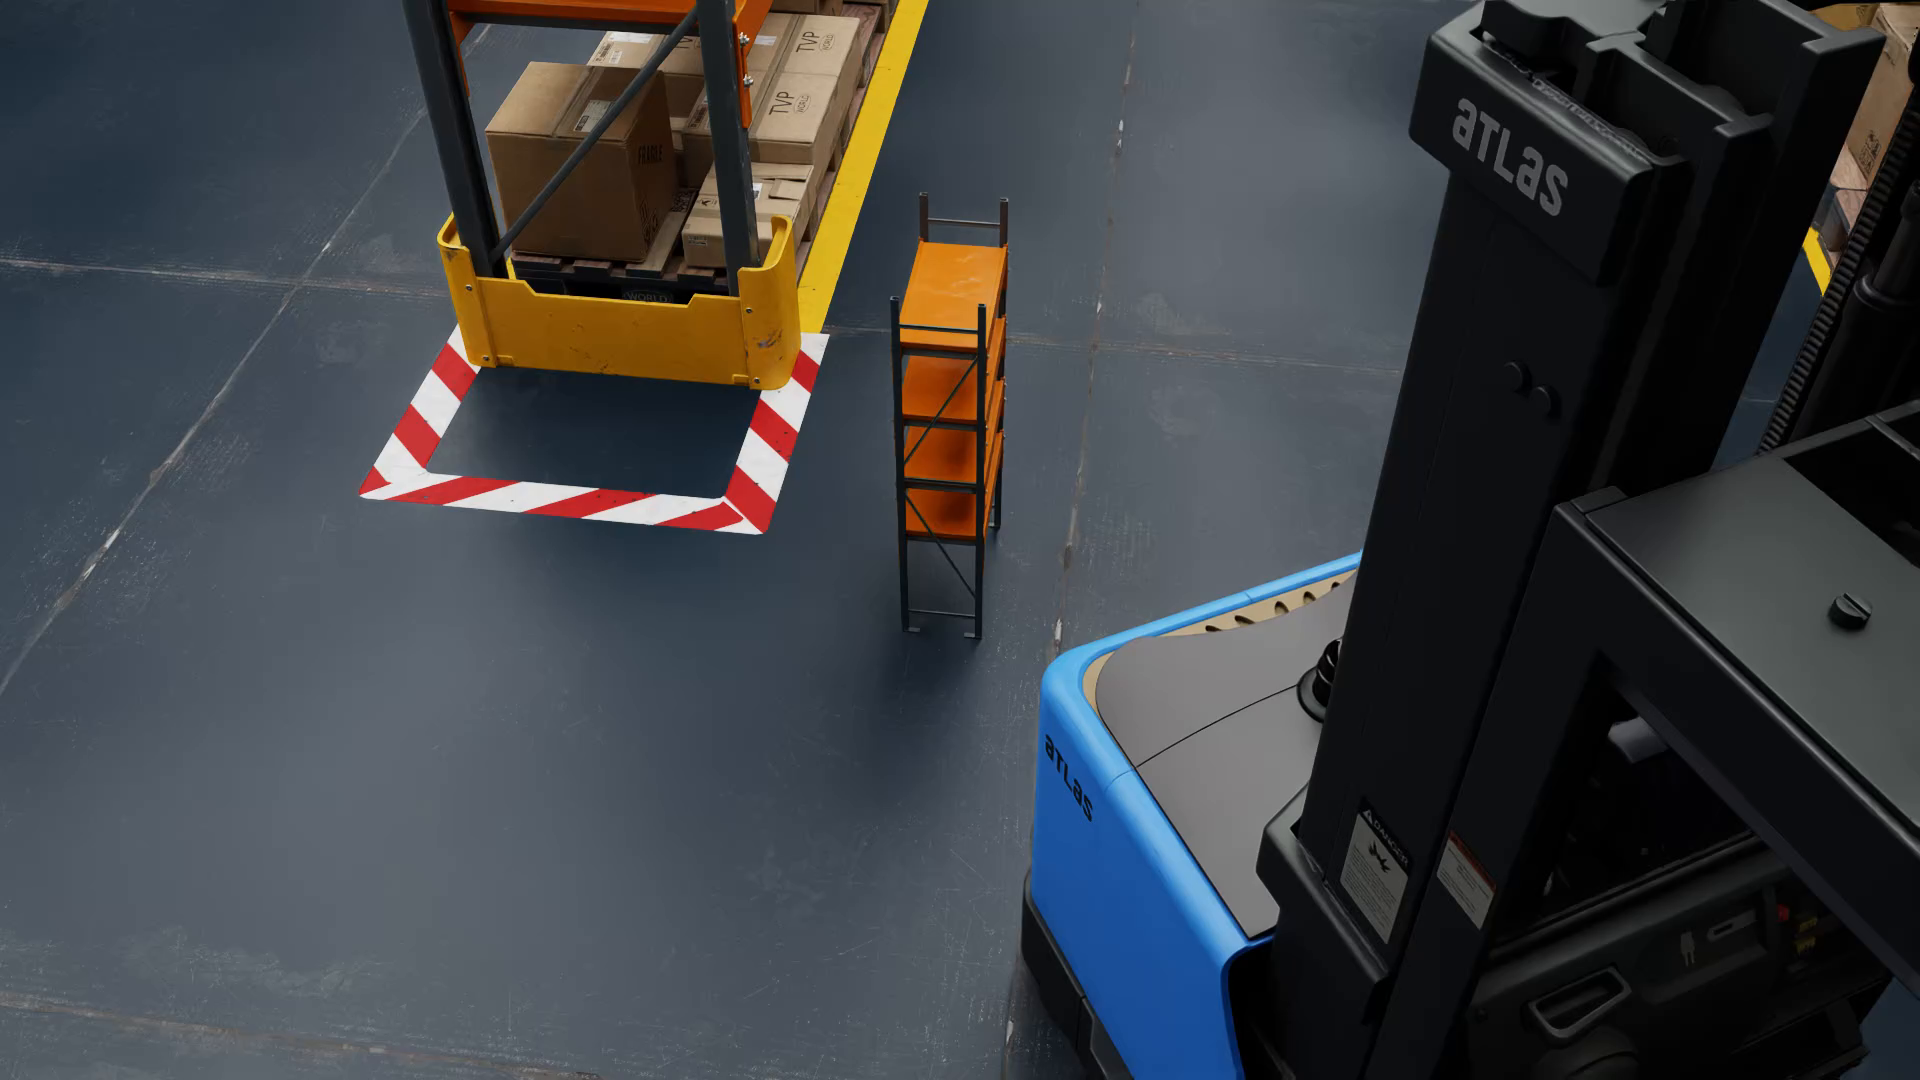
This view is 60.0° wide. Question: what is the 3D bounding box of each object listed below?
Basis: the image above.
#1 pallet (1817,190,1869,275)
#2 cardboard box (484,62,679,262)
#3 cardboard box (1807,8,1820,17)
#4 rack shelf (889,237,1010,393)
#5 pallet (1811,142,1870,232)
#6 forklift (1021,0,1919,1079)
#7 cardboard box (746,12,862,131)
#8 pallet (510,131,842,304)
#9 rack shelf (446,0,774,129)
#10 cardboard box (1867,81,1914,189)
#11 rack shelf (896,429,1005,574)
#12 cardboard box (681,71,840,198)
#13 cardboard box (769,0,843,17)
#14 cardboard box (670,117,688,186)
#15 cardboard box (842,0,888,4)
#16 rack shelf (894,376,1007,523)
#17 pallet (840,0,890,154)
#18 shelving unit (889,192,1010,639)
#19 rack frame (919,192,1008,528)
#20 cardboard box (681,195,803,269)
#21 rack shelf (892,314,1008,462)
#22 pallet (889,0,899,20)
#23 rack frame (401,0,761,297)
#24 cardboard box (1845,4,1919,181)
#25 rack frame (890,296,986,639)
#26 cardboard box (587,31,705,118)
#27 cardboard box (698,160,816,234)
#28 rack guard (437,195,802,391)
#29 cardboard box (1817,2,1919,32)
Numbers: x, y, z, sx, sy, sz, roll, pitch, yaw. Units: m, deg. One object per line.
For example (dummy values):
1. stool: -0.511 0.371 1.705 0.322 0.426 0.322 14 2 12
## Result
1. pallet: 3.762 -0.815 5.957 1.003 0.211 1.213 5 44 6
2. cardboard box: -1.349 -1.368 6.011 0.500 0.500 0.500 5 44 6
3. cardboard box: 3.993 -2.404 7.120 0.700 0.500 0.500 5 44 5
4. rack shelf: -0.022 -0.608 4.448 0.258 0.148 0.480 5 44 6
5. pallet: 3.926 -1.644 6.833 1.003 0.211 1.213 5 44 6
6. forklift: 1.215 0.750 2.326 1.130 2.935 3.031 -17 46 -17
7. cardboard box: -0.691 -1.911 6.766 0.500 0.250 0.500 5 44 6
8. pallet: -1.062 -1.306 6.476 1.003 0.211 1.213 5 44 6
9. rack shelf: -0.912 -2.825 6.575 1.077 0.370 4.000 5 44 6
10. cardboard box: 3.794 -1.347 6.004 0.700 0.500 0.500 5 44 5
11. rack shelf: -0.022 -0.130 4.901 0.258 0.148 0.480 5 44 6
12. cardboard box: -0.757 -1.570 6.406 0.500 0.250 0.500 5 44 6
13. cardboard box: -0.891 -2.422 7.122 0.797 0.503 0.637 5 44 6
14. cardboard box: -1.206 -1.515 6.409 0.380 0.166 0.250 5 44 6
15. cardboard box: -0.541 -2.708 7.563 0.500 0.311 0.500 5 44 6
16. rack shelf: -0.022 -0.274 4.765 0.258 0.148 0.480 5 44 6
17. pallet: -0.898 -2.135 7.351 1.003 0.211 1.213 5 44 6
18. shelving unit: -0.022 -0.323 4.718 0.258 1.200 0.503 5 44 6
19. rack frame: 0.010 -0.489 4.894 0.240 1.200 0.015 5 44 6
20. cardboard box: -0.780 -1.102 5.986 0.380 0.149 0.250 5 44 6
21. rack shelf: -0.022 -0.436 4.611 0.258 0.148 0.480 5 44 6
22. pallet: -0.739 -2.969 8.232 1.003 0.211 1.213 5 44 6
23. rack frame: -1.176 -1.723 4.888 1.000 3.000 0.127 5 44 6
24. cardboard box: 3.860 -1.690 6.366 0.700 0.500 0.500 4 44 4
25. rack frame: -0.054 -0.157 4.543 0.240 1.200 0.015 5 44 6
26. cardboard box: -1.193 -1.922 6.778 0.500 0.250 0.500 5 44 6
27. cardboard box: -0.747 -1.279 6.160 0.380 0.166 0.250 5 44 6
28. rack guard: -1.166 -0.867 5.802 1.175 0.500 0.348 5 44 6
29. cardboard box: 3.923 -2.054 6.751 0.700 0.500 0.500 6 44 6
